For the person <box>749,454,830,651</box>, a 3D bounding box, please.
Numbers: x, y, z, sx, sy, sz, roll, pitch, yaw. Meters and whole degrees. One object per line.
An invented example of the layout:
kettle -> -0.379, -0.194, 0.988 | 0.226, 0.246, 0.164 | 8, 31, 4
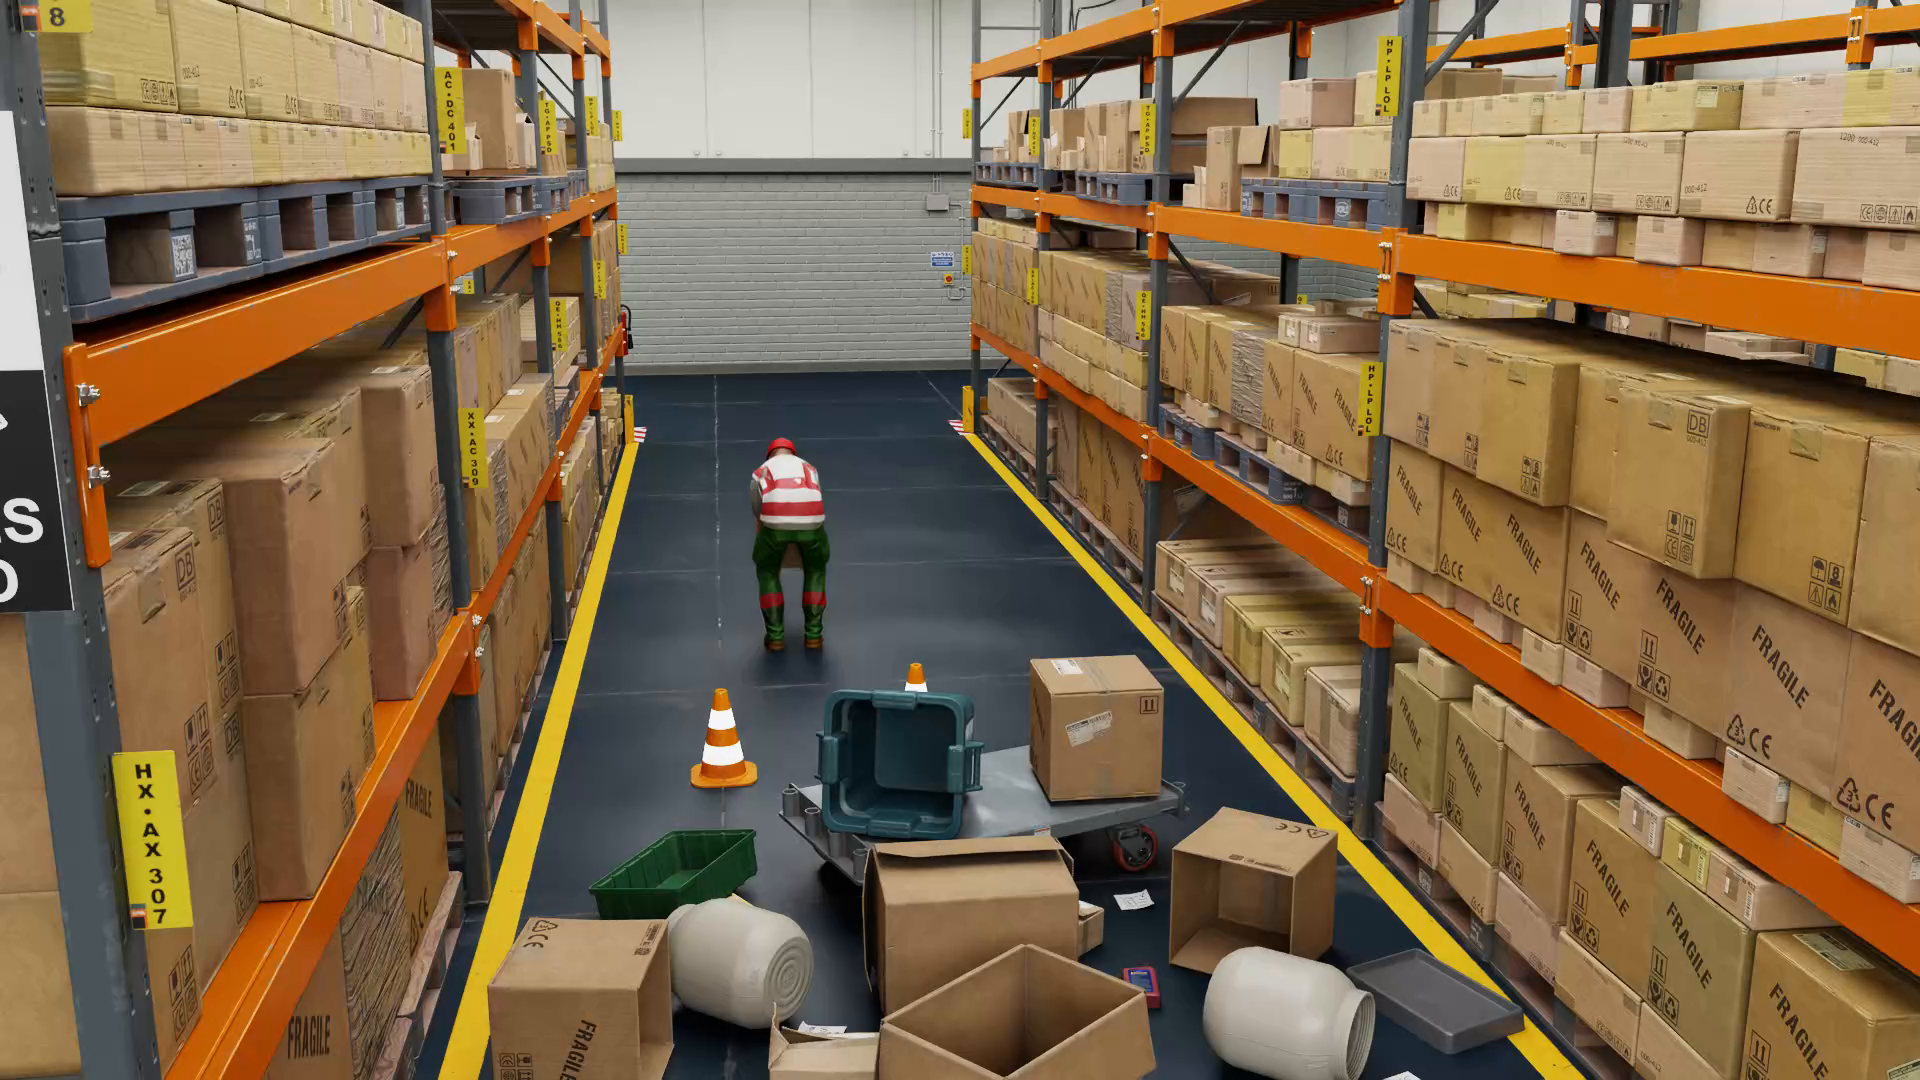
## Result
person -> -1.115, 0.066, 10.914 | 0.503, 1.213, 0.789 | -2, 13, -10
